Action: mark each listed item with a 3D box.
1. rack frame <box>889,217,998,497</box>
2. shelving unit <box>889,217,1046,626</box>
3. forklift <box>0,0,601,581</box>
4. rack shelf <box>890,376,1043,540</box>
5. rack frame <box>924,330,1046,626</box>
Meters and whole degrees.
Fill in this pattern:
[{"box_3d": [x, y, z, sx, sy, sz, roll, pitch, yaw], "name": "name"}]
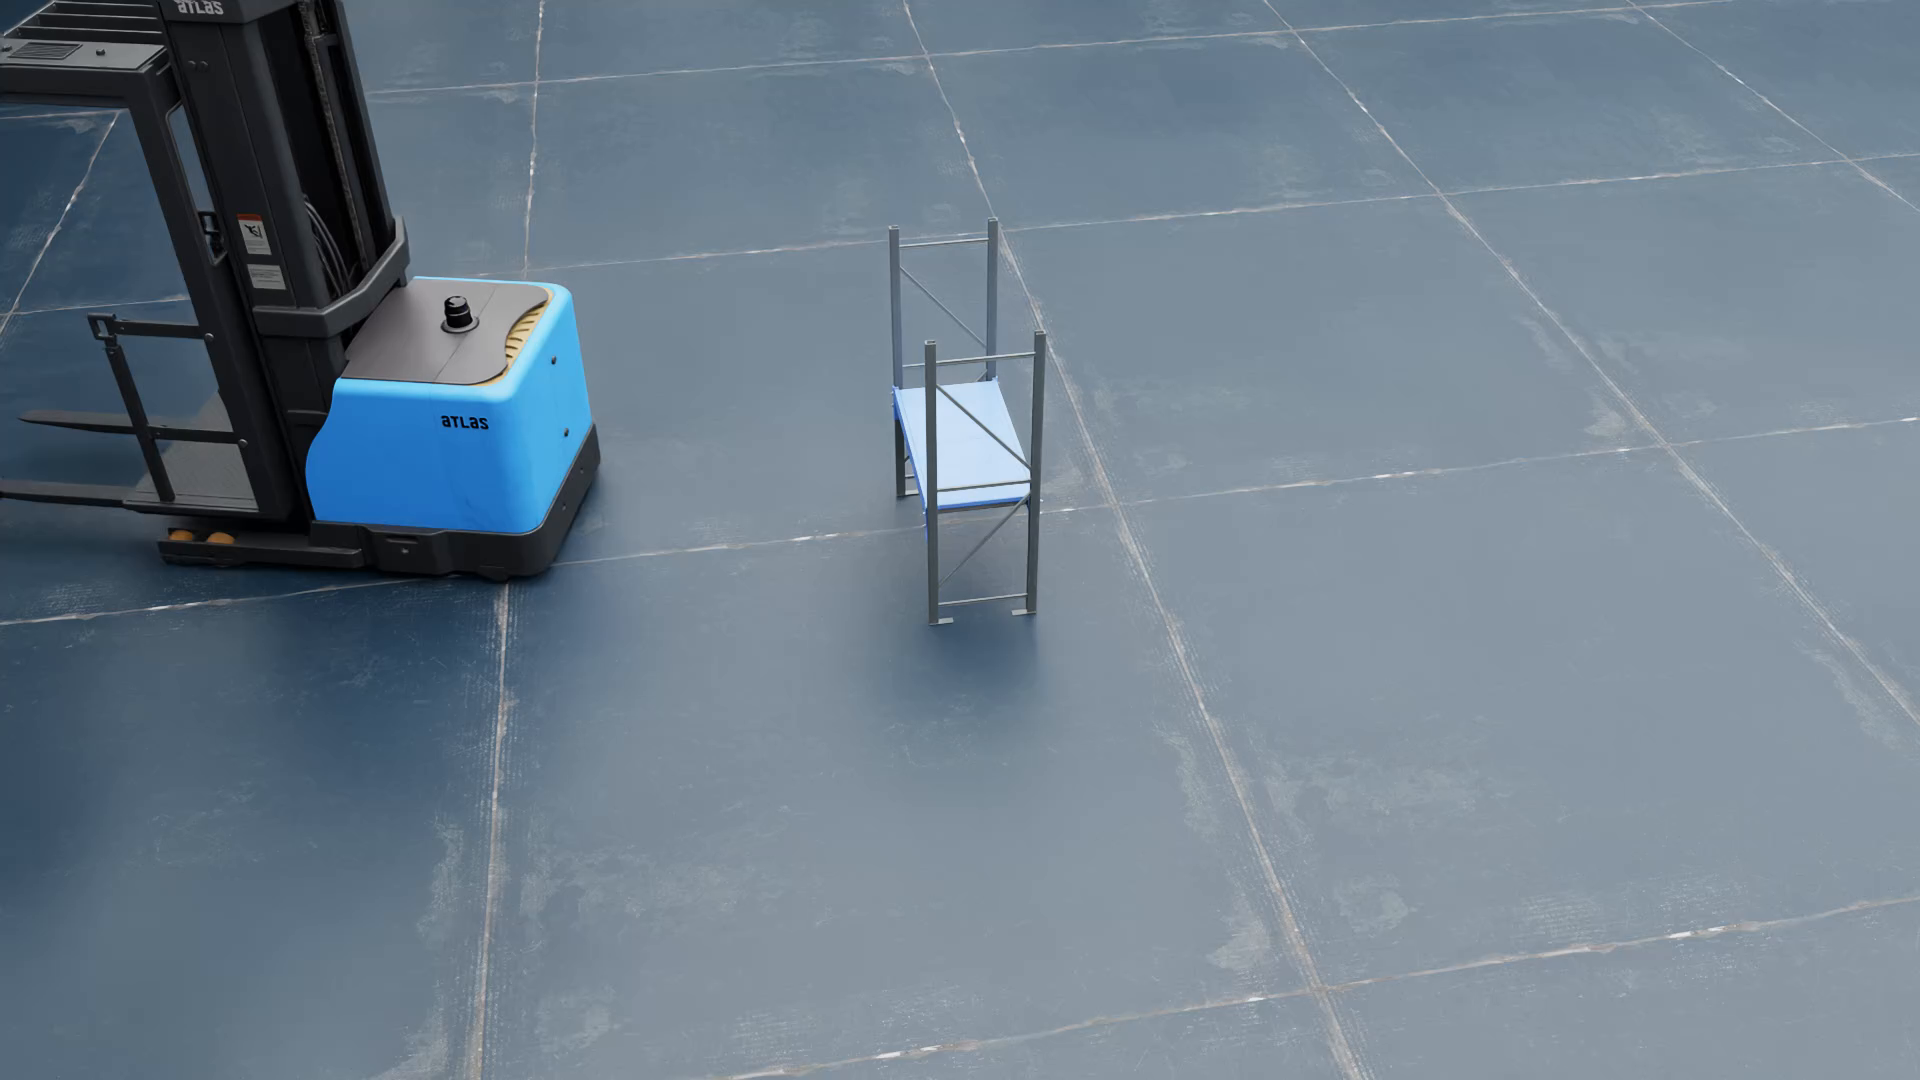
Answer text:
[{"box_3d": [-0.074, -0.848, 8.019, 0.500, 1.500, 0.032, -6, 38, -8], "name": "rack frame"}, {"box_3d": [0.015, -0.541, 7.623, 0.538, 1.500, 1.048, -6, 38, -8], "name": "shelving unit"}, {"box_3d": [-3.400, -1.345, 7.492, 3.031, 2.935, 1.130, 4, 38, 5], "name": "forklift"}, {"box_3d": [0.015, -0.399, 7.734, 0.538, 0.185, 1.000, -6, 38, -8], "name": "rack shelf"}, {"box_3d": [0.104, -0.234, 7.228, 0.500, 1.500, 0.032, -6, 38, -8], "name": "rack frame"}]
